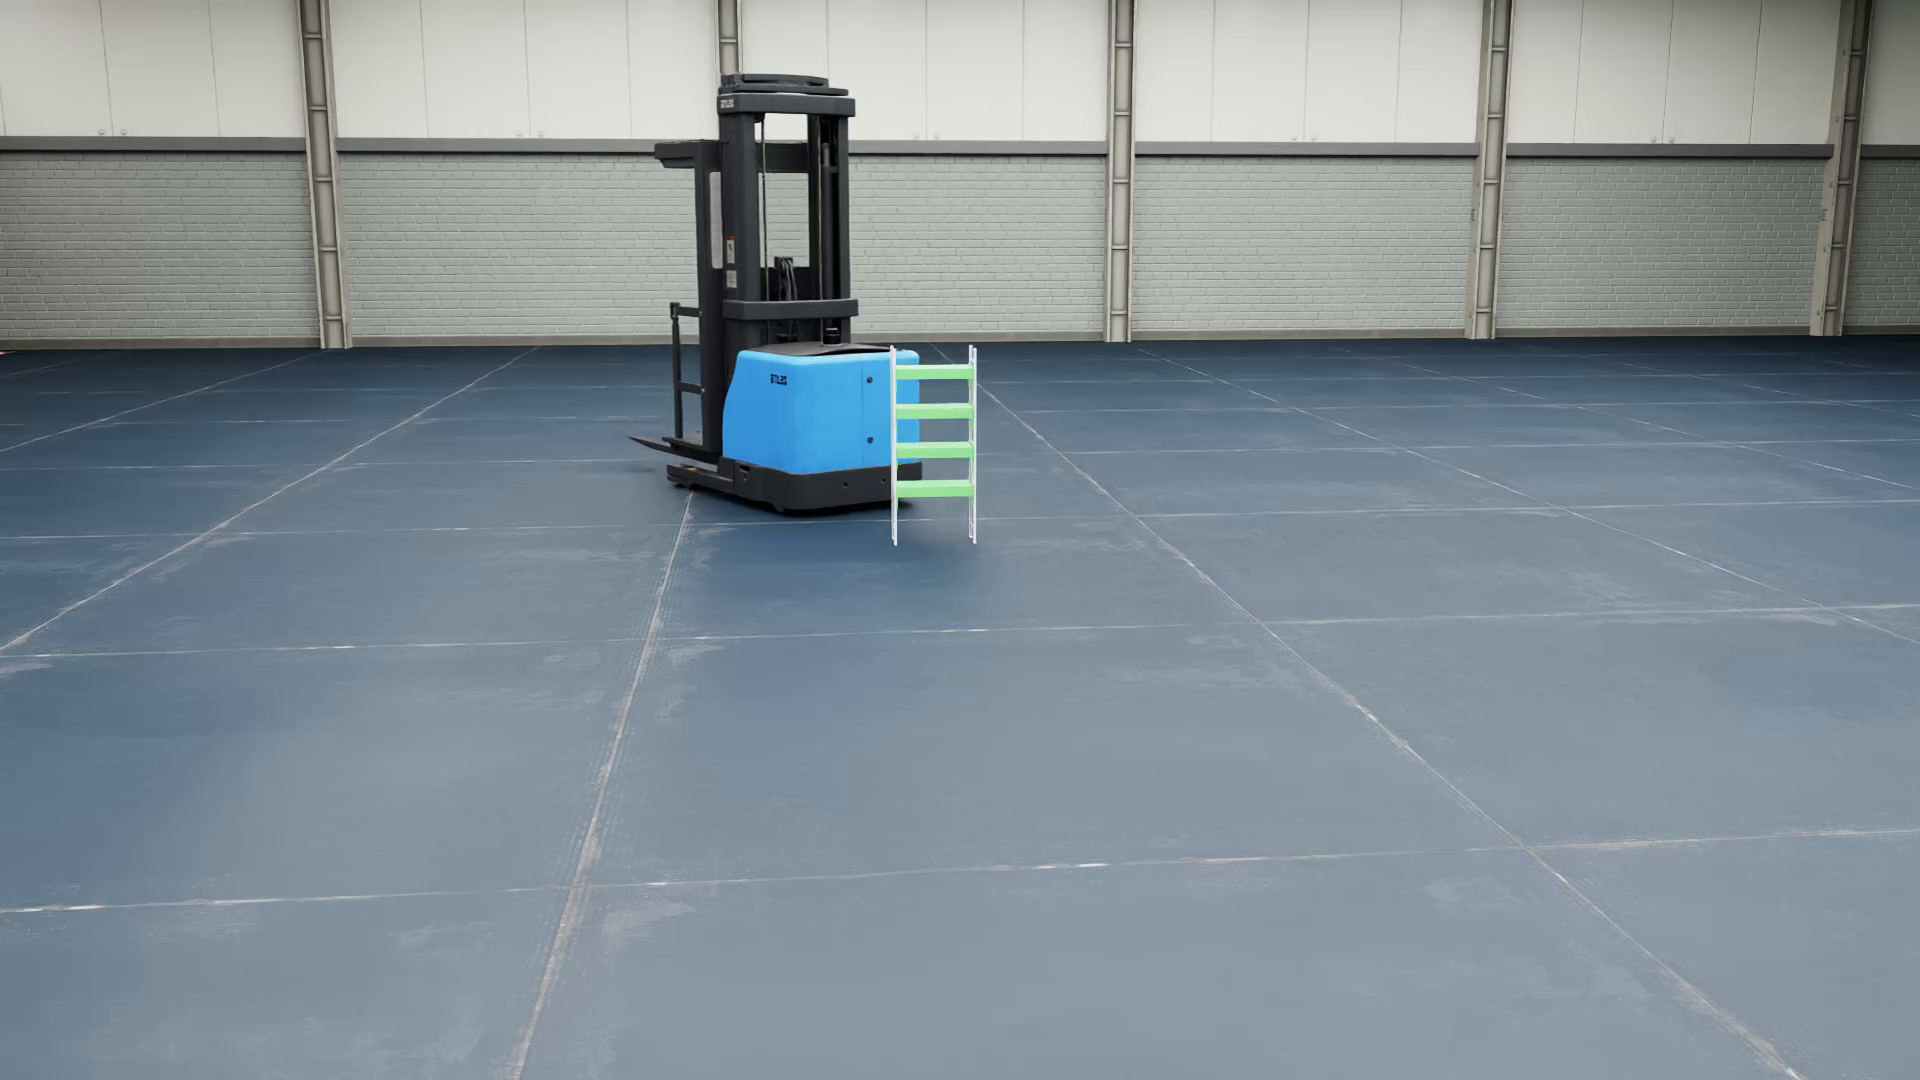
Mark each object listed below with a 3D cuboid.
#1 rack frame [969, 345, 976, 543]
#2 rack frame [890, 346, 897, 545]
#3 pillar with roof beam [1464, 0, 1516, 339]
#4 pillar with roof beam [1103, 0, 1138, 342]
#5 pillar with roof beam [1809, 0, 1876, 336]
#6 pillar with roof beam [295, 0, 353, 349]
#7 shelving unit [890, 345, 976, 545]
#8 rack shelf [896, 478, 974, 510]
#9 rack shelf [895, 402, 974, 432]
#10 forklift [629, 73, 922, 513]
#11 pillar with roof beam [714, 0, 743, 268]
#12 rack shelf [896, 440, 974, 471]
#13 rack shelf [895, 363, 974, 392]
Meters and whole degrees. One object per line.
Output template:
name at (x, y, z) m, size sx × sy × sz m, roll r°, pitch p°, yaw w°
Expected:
rack frame at (0.078, -0.590, 10.261) m, size 0.015 × 1.200 × 0.240 m, roll -1°, pitch 11°, yaw -6°
rack frame at (-0.407, -0.580, 10.209) m, size 0.015 × 1.200 × 0.240 m, roll -1°, pitch 11°, yaw -6°
pillar with roof beam at (8.925, -6.878, 22.024) m, size 0.400 × 9.000 × 9.100 m, roll -1°, pitch 11°, yaw -6°
pillar with roof beam at (2.960, -6.753, 21.389) m, size 0.400 × 9.000 × 9.100 m, roll -1°, pitch 11°, yaw -6°
pillar with roof beam at (14.890, -7.003, 22.660) m, size 0.400 × 9.000 × 9.100 m, roll -1°, pitch 11°, yaw -6°
pillar with roof beam at (-8.970, -6.503, 20.117) m, size 0.400 × 9.000 × 9.100 m, roll -1°, pitch 11°, yaw -6°
shelving unit at (-0.165, -0.585, 10.235) m, size 0.503 × 1.200 × 0.258 m, roll -1°, pitch 11°, yaw -6°
rack shelf at (-0.165, -0.287, 10.293) m, size 0.480 × 0.148 × 0.258 m, roll -1°, pitch 11°, yaw -6°
rack shelf at (-0.165, -0.758, 10.201) m, size 0.480 × 0.148 × 0.258 m, roll -1°, pitch 11°, yaw -6°
forklift at (-1.528, -1.855, 12.206) m, size 1.130 × 2.935 × 3.031 m, roll -8°, pitch 14°, yaw -35°
pillar with roof beam at (-3.005, -6.628, 20.753) m, size 0.400 × 9.000 × 9.100 m, roll -1°, pitch 11°, yaw -6°
rack shelf at (-0.165, -0.523, 10.247) m, size 0.480 × 0.148 × 0.258 m, roll -1°, pitch 11°, yaw -6°
rack shelf at (-0.165, -0.994, 10.154) m, size 0.480 × 0.148 × 0.258 m, roll -1°, pitch 11°, yaw -6°
